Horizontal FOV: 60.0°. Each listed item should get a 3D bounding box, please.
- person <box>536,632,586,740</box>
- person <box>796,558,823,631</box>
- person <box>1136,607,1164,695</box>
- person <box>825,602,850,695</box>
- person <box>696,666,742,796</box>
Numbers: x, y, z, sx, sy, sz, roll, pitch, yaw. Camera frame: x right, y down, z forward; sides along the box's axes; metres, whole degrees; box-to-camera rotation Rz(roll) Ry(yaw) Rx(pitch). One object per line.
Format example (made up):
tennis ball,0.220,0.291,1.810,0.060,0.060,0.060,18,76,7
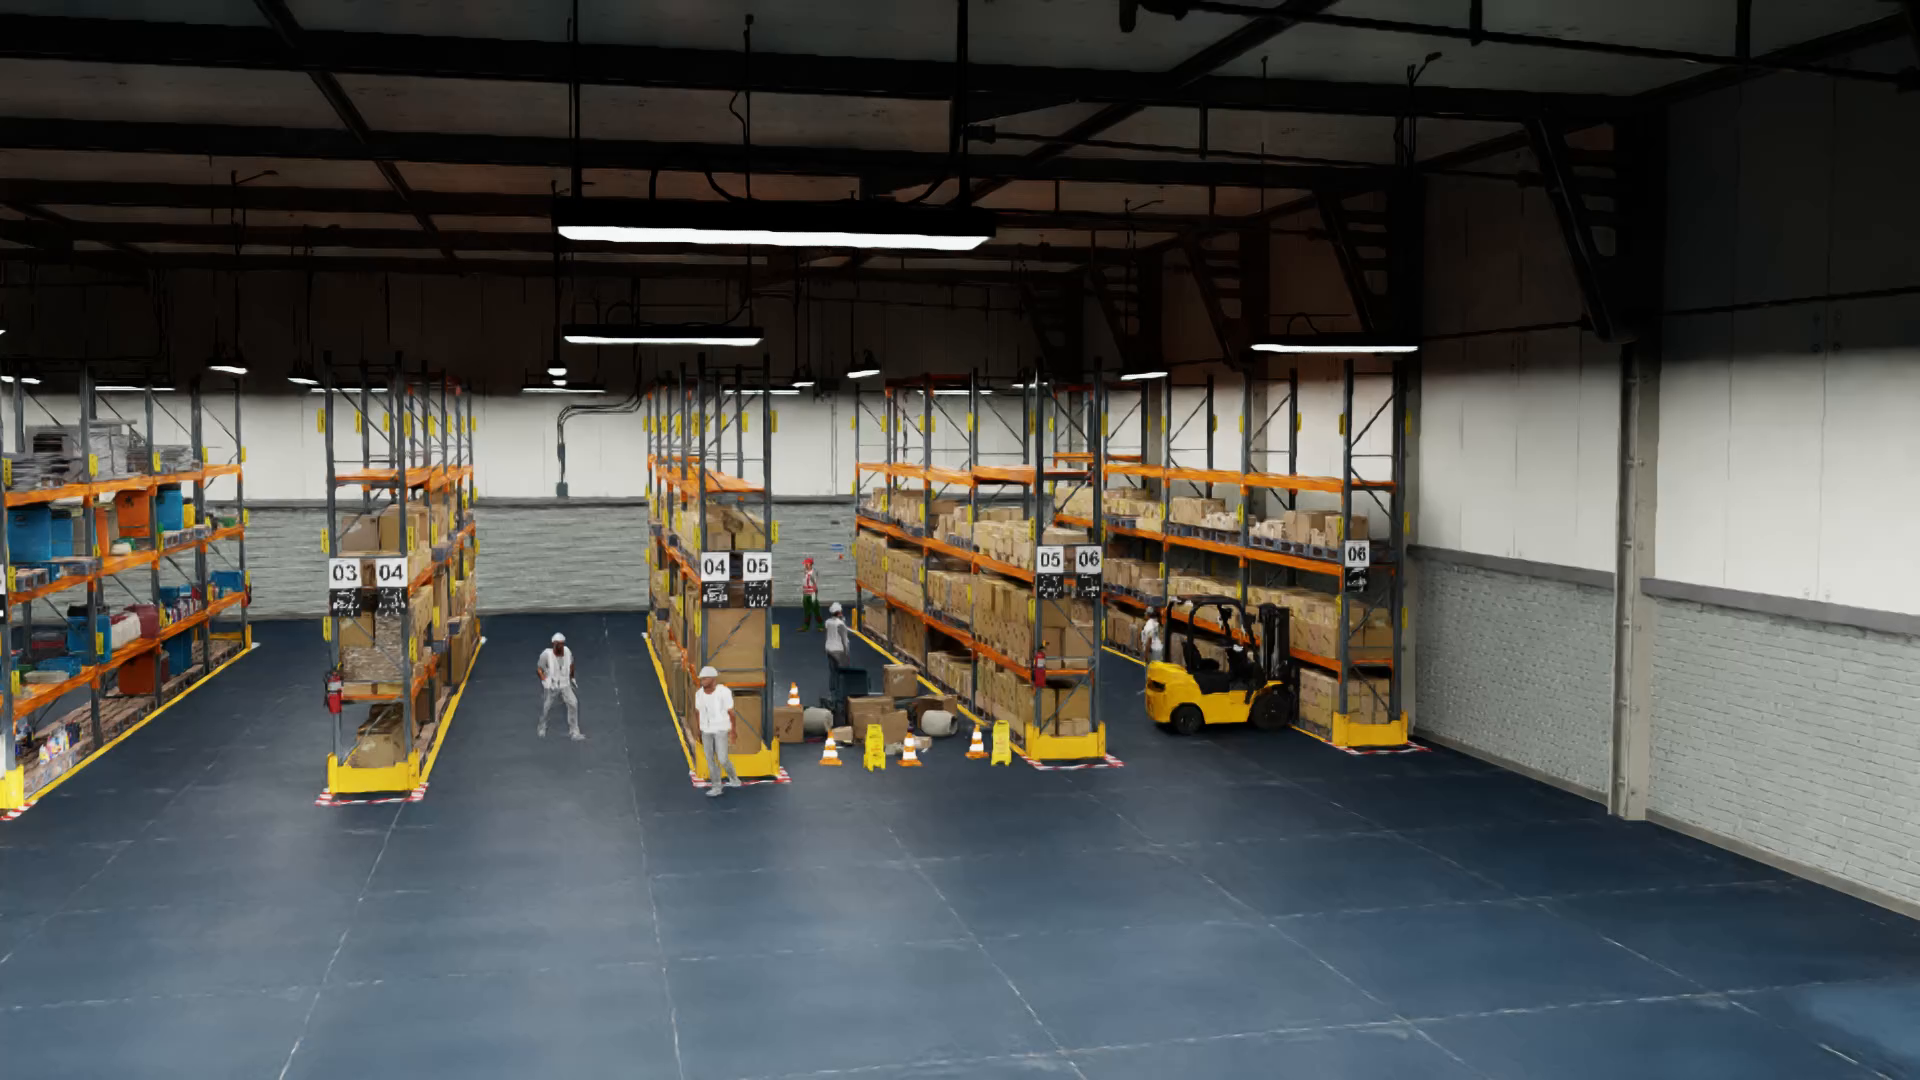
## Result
person,-6.383,2.304,26.353,0.701,1.717,0.849,-2,5,-29
person,-3.616,1.317,40.202,0.542,1.788,0.652,-2,5,-31
person,3.479,2.046,30.428,0.551,1.657,0.598,1,4,14
person,-2.182,2.001,30.086,0.463,1.765,0.598,-3,5,-41
person,-3.284,2.566,22.484,0.615,1.759,0.578,2,4,24
